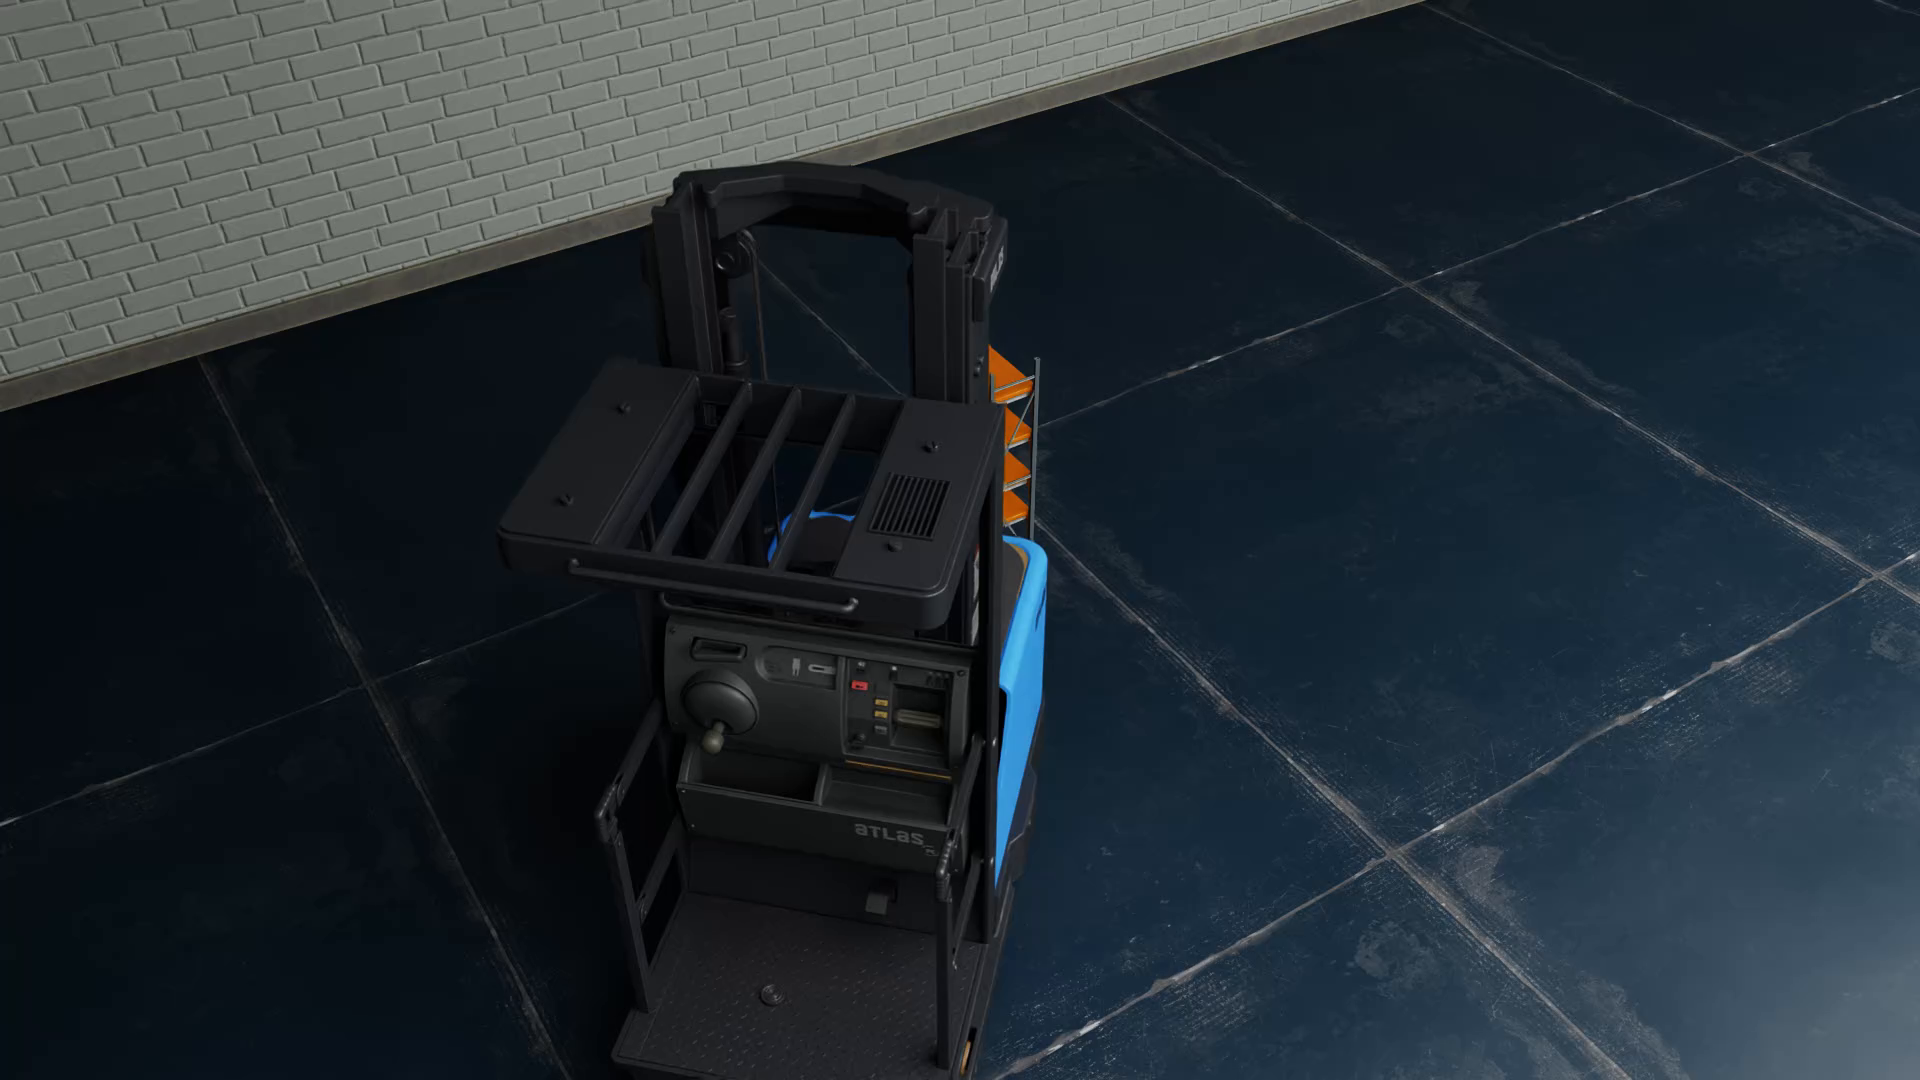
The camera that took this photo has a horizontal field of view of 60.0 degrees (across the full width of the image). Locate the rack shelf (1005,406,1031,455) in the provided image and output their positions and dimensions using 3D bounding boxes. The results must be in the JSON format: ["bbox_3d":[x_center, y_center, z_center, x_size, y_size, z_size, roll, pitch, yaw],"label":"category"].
[{"bbox_3d":[0.089,-0.492,7.159,0.258,0.148,0.480,-22,45,-24],"label":"rack shelf"}]

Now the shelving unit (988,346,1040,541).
[{"bbox_3d":[0.089,-0.372,7.259,0.258,1.200,0.503,-22,45,-24],"label":"shelving unit"}]

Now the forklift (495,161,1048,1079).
[{"bbox_3d":[-0.475,0.557,4.791,1.130,2.935,3.031,8,40,9],"label":"forklift"}]

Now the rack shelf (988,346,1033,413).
[{"bbox_3d":[0.089,-0.673,7.007,0.258,0.148,0.480,-22,45,-24],"label":"rack shelf"}]

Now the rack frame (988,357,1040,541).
[{"bbox_3d":[0.220,-0.240,7.101,0.240,1.200,0.015,-22,45,-24],"label":"rack frame"}]

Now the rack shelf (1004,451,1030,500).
[{"bbox_3d":[0.089,-0.320,7.302,0.258,0.148,0.480,-22,45,-24],"label":"rack shelf"}]

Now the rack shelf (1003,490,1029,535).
[{"bbox_3d":[0.089,-0.167,7.429,0.258,0.148,0.480,-22,45,-24],"label":"rack shelf"}]
